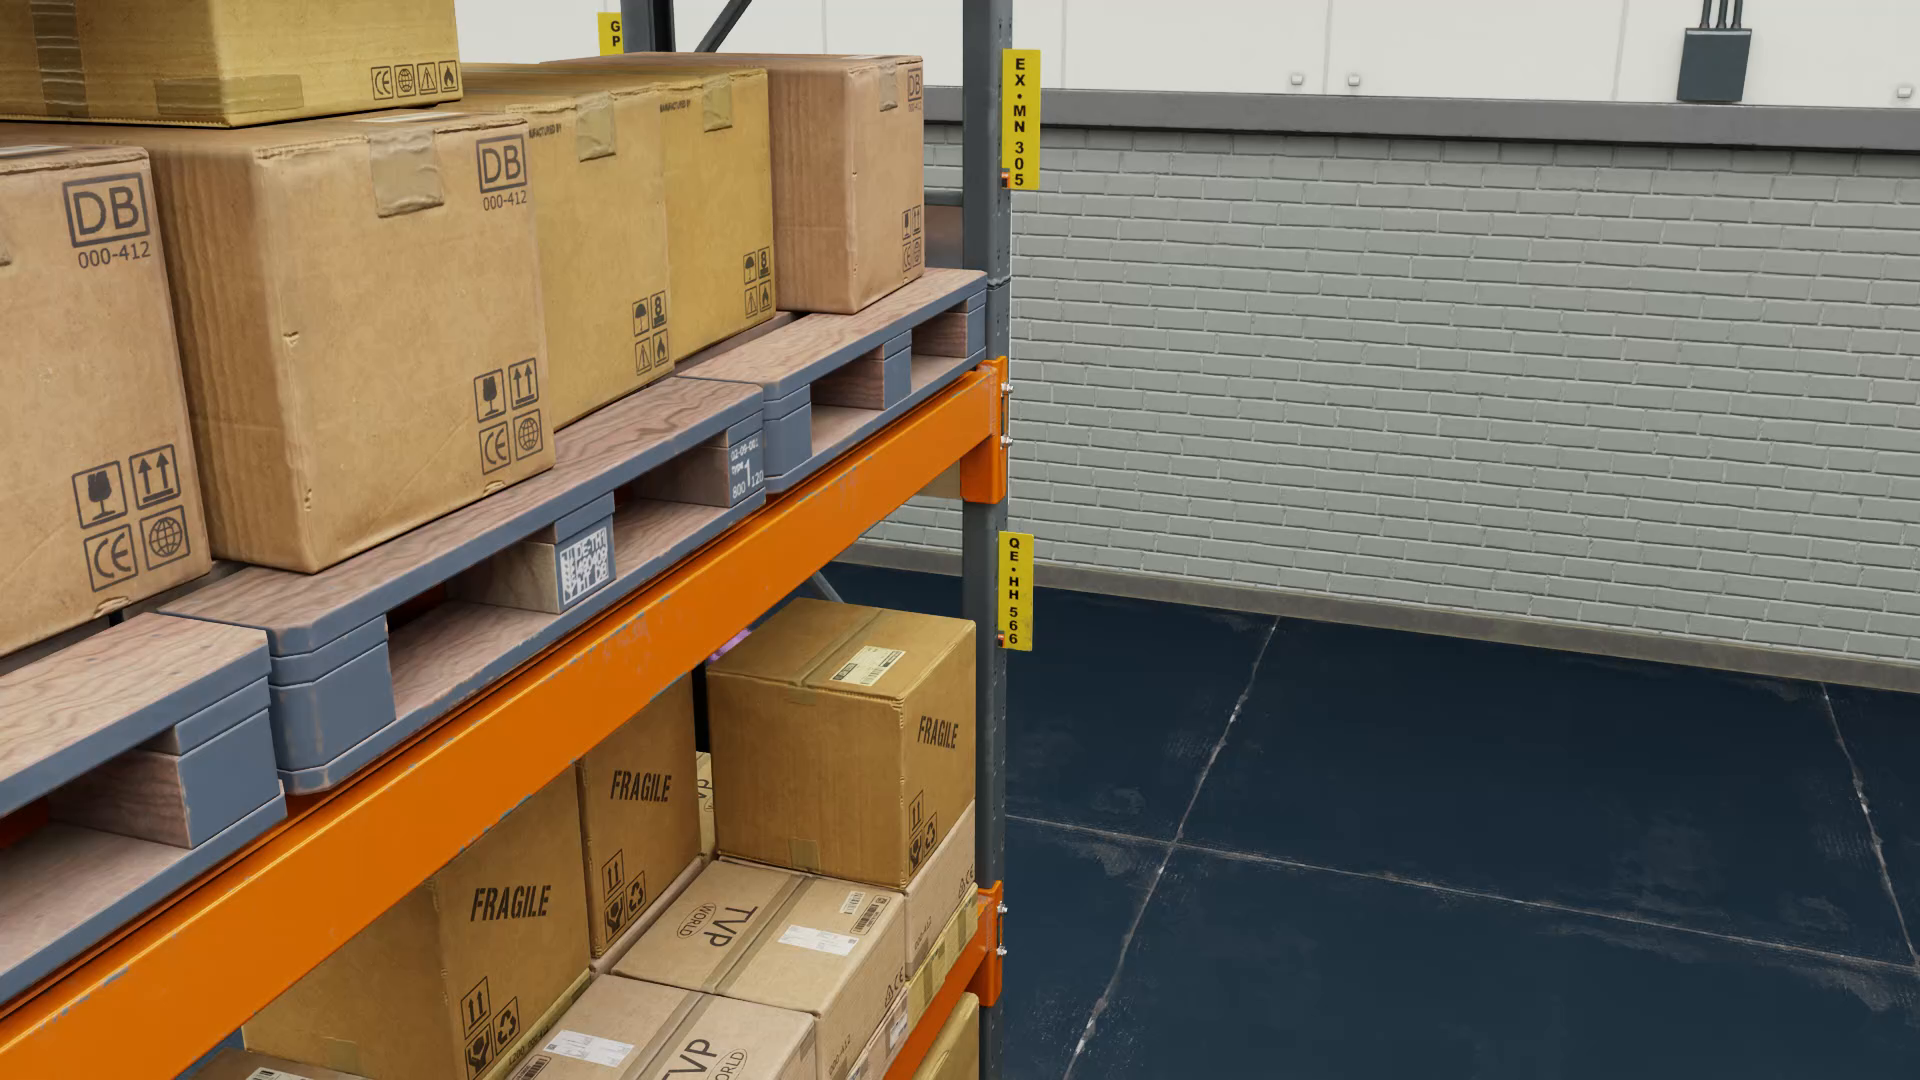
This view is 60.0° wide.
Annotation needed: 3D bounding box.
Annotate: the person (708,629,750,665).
[{"bbox_3d":[-1.268,0.676,8.406,0.808,0.764,0.437,7,20,18],"label":"person"}]
